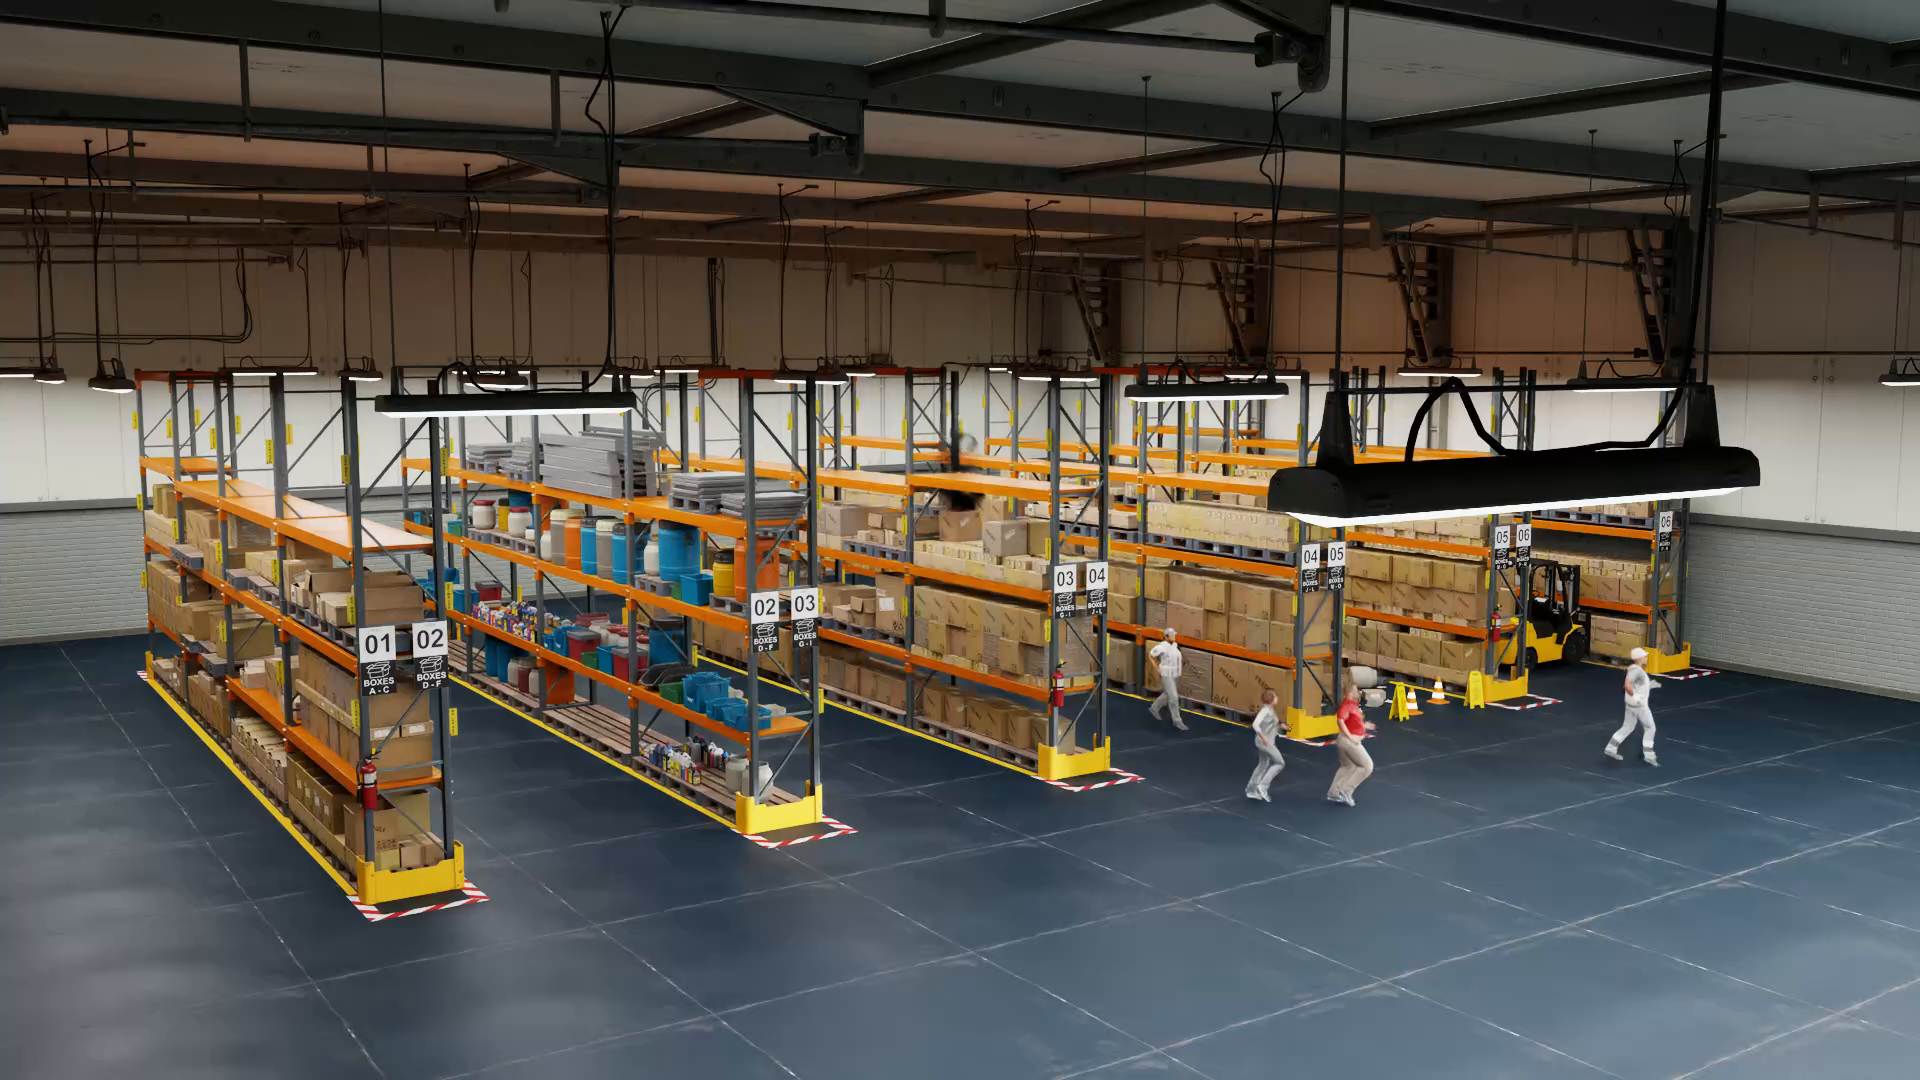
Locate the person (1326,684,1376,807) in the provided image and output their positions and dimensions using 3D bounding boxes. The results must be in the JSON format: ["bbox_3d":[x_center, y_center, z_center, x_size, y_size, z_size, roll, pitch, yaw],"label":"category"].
[{"bbox_3d":[5.510,2.869,23.290,0.682,1.730,0.634,0,6,2],"label":"person"}]

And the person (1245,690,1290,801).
[{"bbox_3d":[4.362,2.894,23.516,0.631,1.578,0.512,0,6,3],"label":"person"}]

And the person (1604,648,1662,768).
[{"bbox_3d":[10.338,2.566,25.485,0.837,1.844,0.638,1,6,5],"label":"person"}]

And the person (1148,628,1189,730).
[{"bbox_3d":[3.545,2.294,28.128,0.884,1.634,0.598,6,9,42],"label":"person"}]
